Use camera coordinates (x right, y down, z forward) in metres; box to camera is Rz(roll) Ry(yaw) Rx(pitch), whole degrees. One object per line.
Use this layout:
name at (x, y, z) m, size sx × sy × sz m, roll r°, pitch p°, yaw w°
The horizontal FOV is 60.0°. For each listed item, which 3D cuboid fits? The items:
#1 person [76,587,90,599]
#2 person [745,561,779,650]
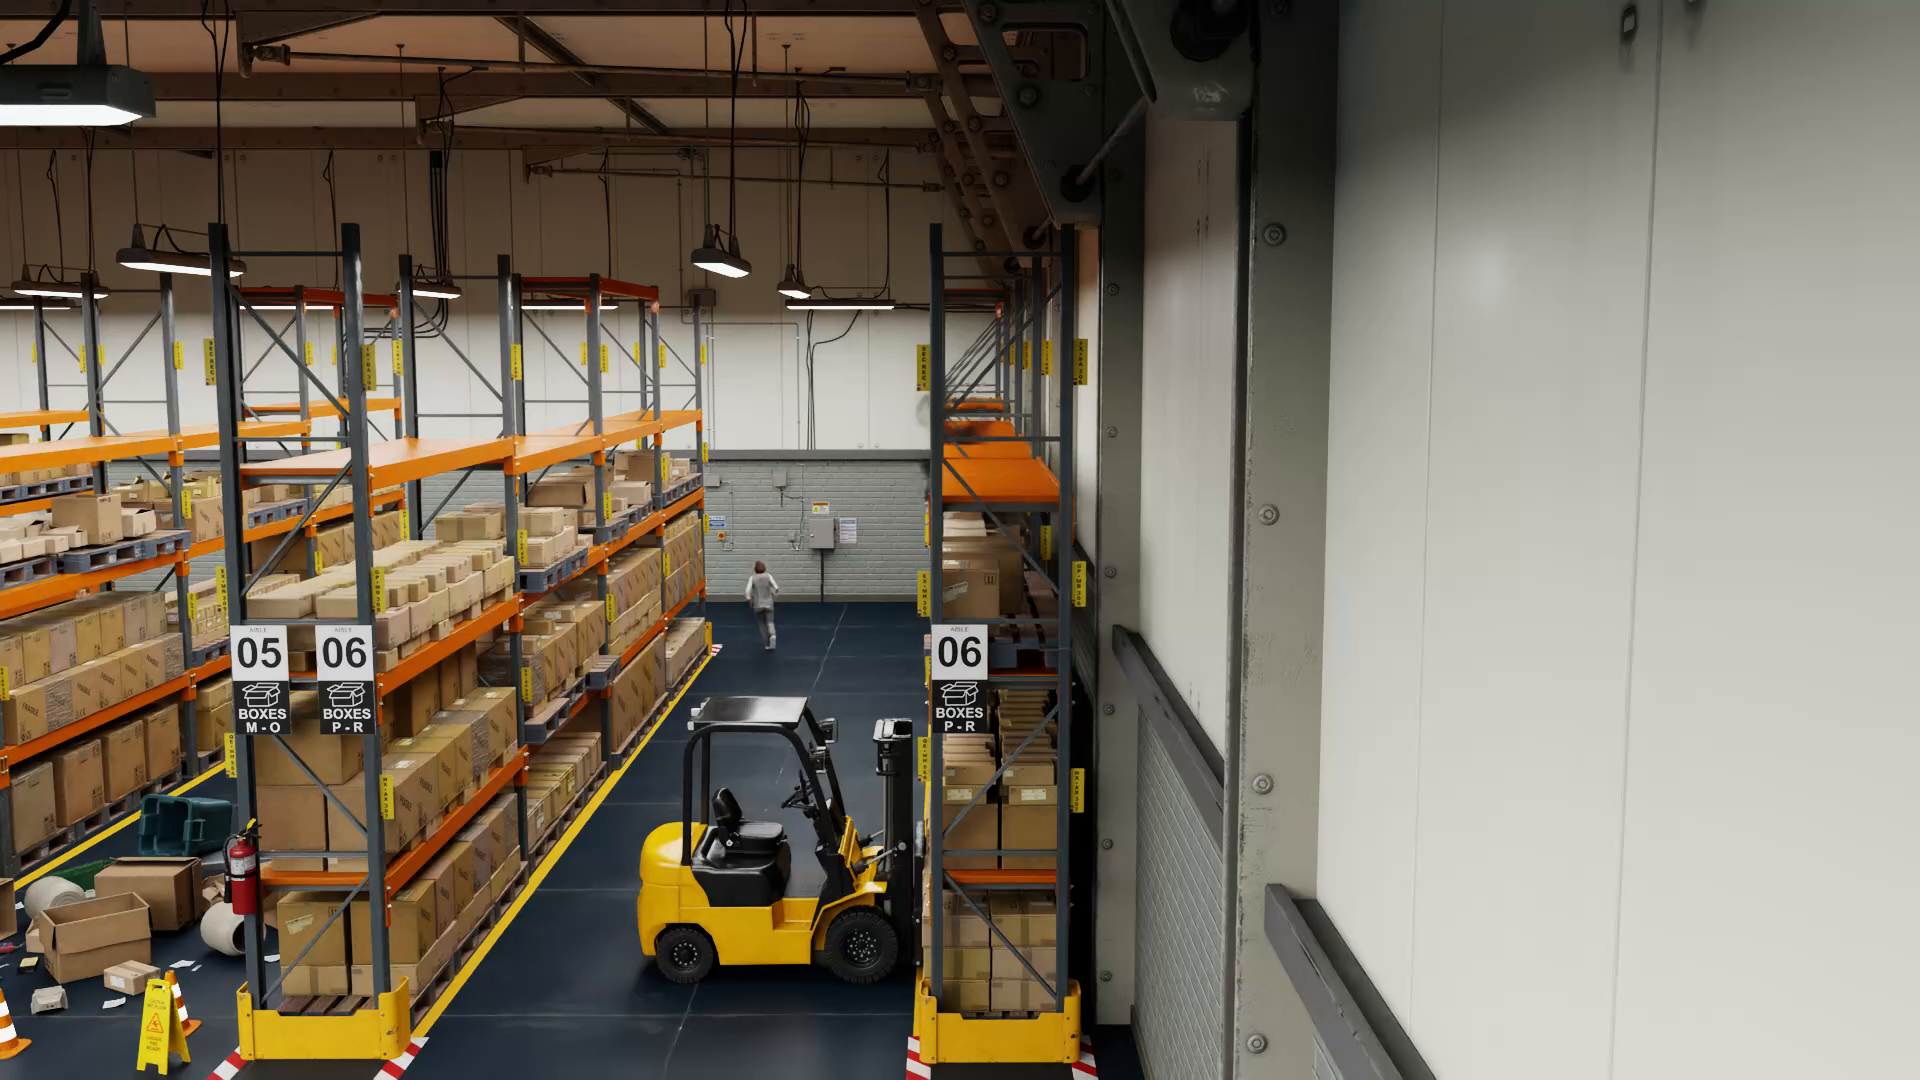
person at (-12.812, 1.505, 24.323) m, size 0.545 × 1.700 × 0.697 m, roll -1°, pitch 7°, yaw -12°
person at (-3.341, 1.133, 28.072) m, size 0.569 × 1.568 × 0.681 m, roll -2°, pitch 7°, yaw -13°
